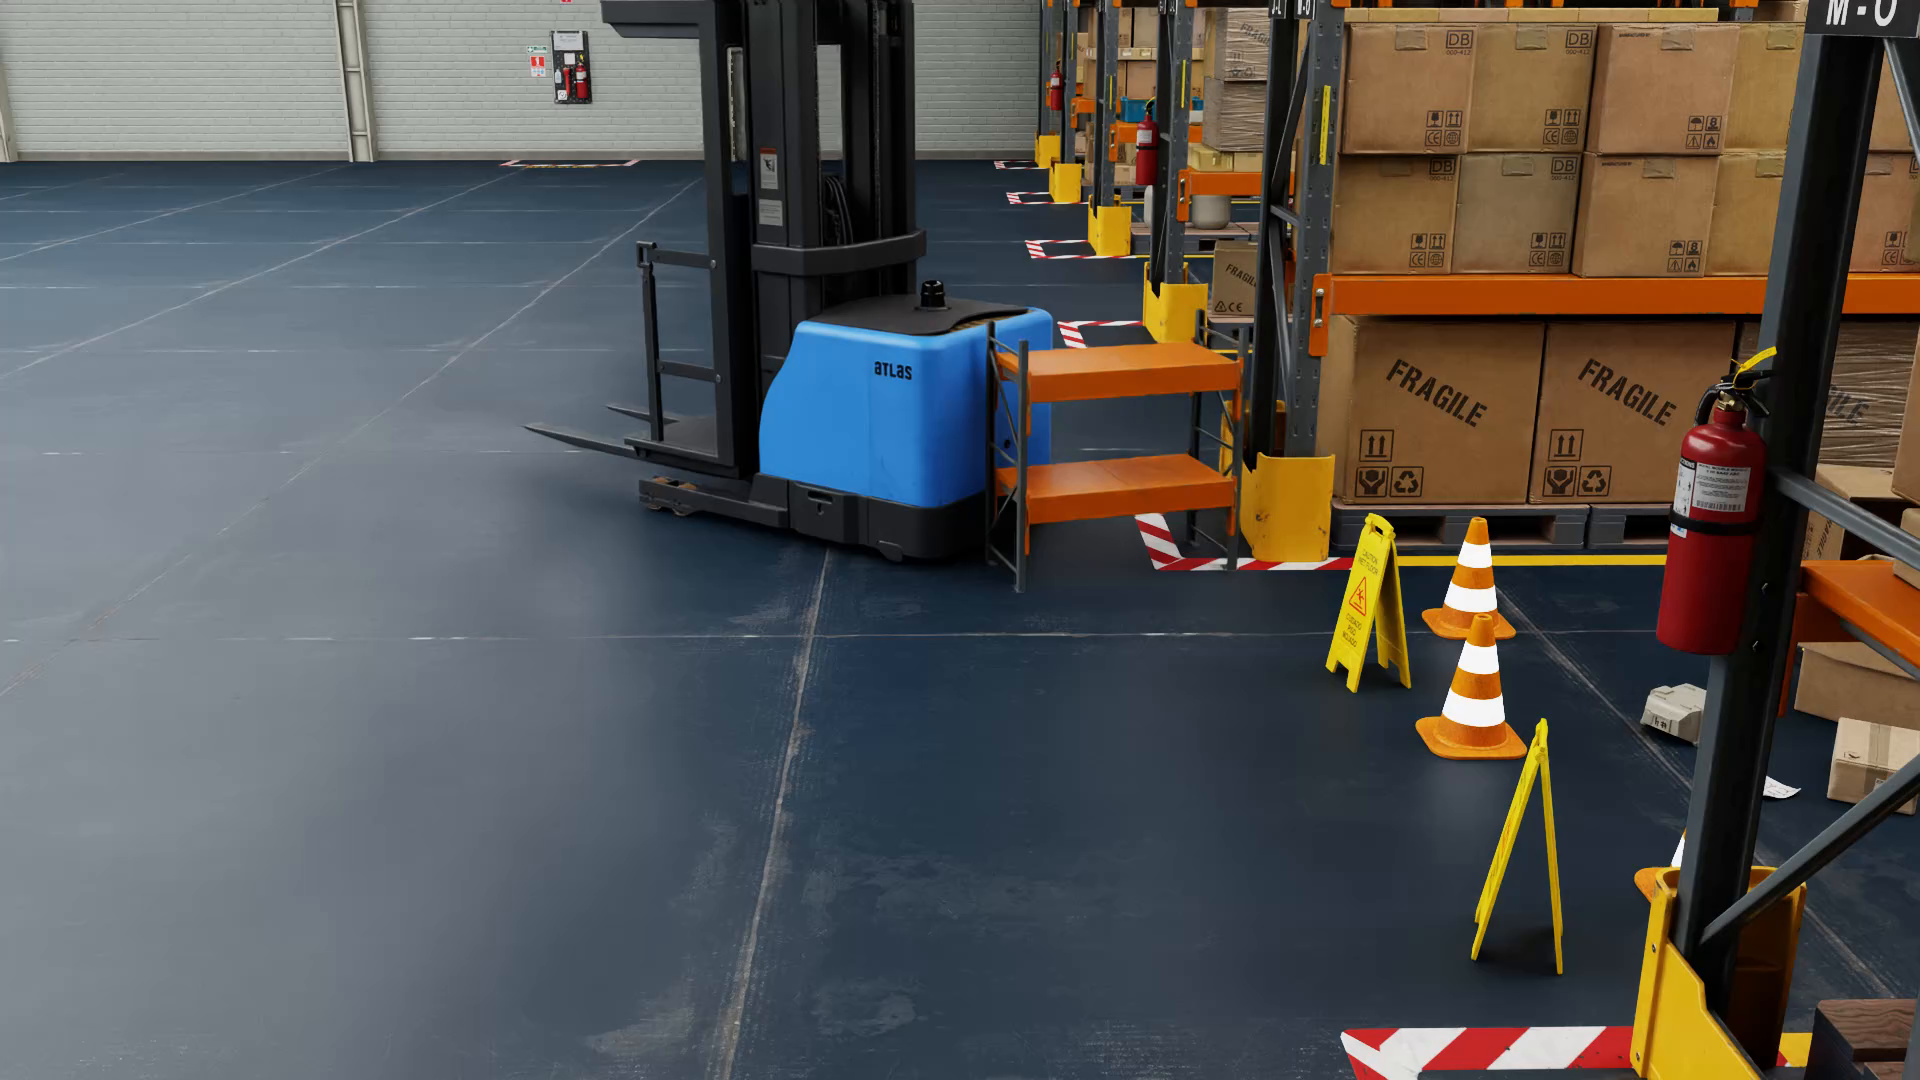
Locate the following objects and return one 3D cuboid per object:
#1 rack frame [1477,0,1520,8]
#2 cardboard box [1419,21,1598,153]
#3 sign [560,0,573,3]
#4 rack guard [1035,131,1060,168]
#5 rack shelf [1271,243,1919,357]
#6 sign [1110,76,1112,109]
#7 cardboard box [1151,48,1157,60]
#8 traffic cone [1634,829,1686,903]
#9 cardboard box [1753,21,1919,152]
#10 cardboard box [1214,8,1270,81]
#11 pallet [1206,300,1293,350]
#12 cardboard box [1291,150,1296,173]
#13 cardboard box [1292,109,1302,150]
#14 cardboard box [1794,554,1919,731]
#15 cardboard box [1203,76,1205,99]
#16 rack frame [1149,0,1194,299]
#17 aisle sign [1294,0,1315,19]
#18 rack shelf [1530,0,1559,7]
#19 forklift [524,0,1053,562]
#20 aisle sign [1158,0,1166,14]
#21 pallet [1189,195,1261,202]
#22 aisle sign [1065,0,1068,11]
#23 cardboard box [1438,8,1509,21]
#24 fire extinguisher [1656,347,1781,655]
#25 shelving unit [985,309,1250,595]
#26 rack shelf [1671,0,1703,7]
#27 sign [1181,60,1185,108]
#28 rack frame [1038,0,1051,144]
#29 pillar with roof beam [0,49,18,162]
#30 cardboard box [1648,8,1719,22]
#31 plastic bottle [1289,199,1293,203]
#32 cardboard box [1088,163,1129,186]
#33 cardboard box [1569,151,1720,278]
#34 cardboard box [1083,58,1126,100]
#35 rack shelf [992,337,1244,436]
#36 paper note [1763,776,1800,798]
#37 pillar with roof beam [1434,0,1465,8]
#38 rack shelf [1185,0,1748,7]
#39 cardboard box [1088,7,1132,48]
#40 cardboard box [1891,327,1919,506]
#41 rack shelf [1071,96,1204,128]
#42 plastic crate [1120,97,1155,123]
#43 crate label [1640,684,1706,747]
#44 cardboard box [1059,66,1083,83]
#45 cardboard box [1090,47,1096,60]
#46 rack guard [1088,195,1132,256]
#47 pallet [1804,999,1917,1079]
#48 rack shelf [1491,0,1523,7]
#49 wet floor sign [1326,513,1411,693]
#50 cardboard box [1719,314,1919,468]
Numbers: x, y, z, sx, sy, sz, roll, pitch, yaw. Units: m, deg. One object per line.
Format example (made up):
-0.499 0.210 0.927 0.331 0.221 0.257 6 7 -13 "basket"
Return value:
5.510 -4.551 17.323 0.127 3.000 1.000 0 18 -1 "rack frame"
2.486 -2.110 7.700 0.550 0.550 0.875 0 18 -1 "cardboard box"
-6.440 -8.930 27.179 0.199 0.298 0.001 0 18 -1 "sign"
1.430 -6.367 27.078 0.348 0.500 1.175 0 18 -1 "rack guard"
3.566 -1.170 7.963 4.000 0.370 1.077 0 18 -1 "rack shelf"
1.515 -4.495 16.697 0.005 0.325 0.100 0 18 -1 "sign"
2.597 -6.340 21.676 0.250 0.149 0.380 -1 18 -2 "cardboard box"
2.155 0.820 4.734 0.334 0.463 0.336 0 18 -1 "traffic cone"
4.106 -2.118 7.727 0.550 0.550 0.875 0 18 -1 "cardboard box"
2.143 -3.603 12.083 0.500 0.500 0.500 0 18 -1 "cardboard box"
2.477 -1.684 12.953 1.213 0.211 1.003 0 18 -1 "pallet"
2.378 -2.820 12.338 0.250 0.149 0.380 0 18 -1 "cardboard box"
2.637 -3.241 12.590 0.500 0.500 0.875 0 18 -1 "cardboard box"
3.461 0.415 5.930 0.637 0.503 0.797 -15 23 -39 "cardboard box"
3.451 -6.099 21.984 0.500 0.500 0.700 0 18 1 "cardboard box"
1.589 -3.019 12.547 0.127 3.000 1.000 0 18 -1 "rack frame"
1.500 -2.649 7.140 0.004 0.787 0.394 0 18 -1 "aisle sign"
7.353 -8.672 26.437 4.000 0.370 1.077 0 18 -1 "rack shelf"
-1.028 -1.630 8.332 3.031 2.935 1.130 13 22 34 "forklift"
1.522 -4.348 12.435 0.004 0.787 0.394 0 18 -1 "aisle sign"
3.417 -4.738 22.472 1.213 0.211 1.003 0 18 -1 "pallet"
1.375 -7.188 21.289 0.004 0.787 0.394 0 18 -1 "aisle sign"
3.643 -3.611 12.106 0.500 0.500 0.500 0 18 -1 "cardboard box"
1.623 -0.095 3.561 0.183 0.674 0.296 0 18 -1 "fire extinguisher"
0.689 -0.415 7.500 1.048 1.125 0.538 -5 19 -16 "shelving unit"
11.435 -7.178 21.781 4.000 0.370 1.077 0 18 -1 "rack shelf"
1.597 -3.265 11.898 0.005 0.325 0.100 0 18 -1 "sign"
1.354 -7.557 26.695 0.127 3.000 1.000 0 18 -1 "rack frame"
-15.890 -9.280 22.244 0.400 9.000 9.100 0 18 -1 "pillar with roof beam"
5.142 -3.617 12.125 0.500 0.500 0.500 0 18 -1 "cardboard box"
3.592 -3.580 18.034 0.135 0.276 0.152 0 18 0 "plastic bottle"
1.976 -4.870 22.131 0.500 0.250 0.500 0 18 -1 "cardboard box"
3.048 -1.564 7.767 0.550 0.550 0.875 0 18 -1 "cardboard box"
1.903 -6.090 21.958 0.500 0.500 0.700 0 18 -1 "cardboard box"
0.689 -0.694 7.411 1.000 0.278 0.538 -5 19 -16 "rack shelf"
2.659 0.809 5.475 0.142 0.019 0.148 -7 19 -20 "paper note"
8.107 -9.396 22.604 0.400 9.000 9.100 0 18 -1 "pillar with roof beam"
3.588 -4.114 12.229 4.000 0.370 1.077 0 18 -1 "rack shelf"
1.956 -6.708 21.761 0.500 0.500 0.700 0 18 -1 "cardboard box"
2.283 -0.268 3.322 0.500 0.500 0.500 -1 18 -2 "cardboard box"
3.436 -5.711 22.119 4.000 0.370 1.077 0 18 -1 "rack shelf"
2.006 -4.554 17.578 0.616 0.251 0.499 0 18 -1 "plastic crate"
2.582 0.615 5.906 0.298 0.136 0.250 -10 20 -29 "crate label"
1.847 -7.401 26.420 0.500 0.250 0.500 -1 18 -2 "cardboard box"
1.832 -6.337 21.665 0.250 0.149 0.380 0 18 -1 "cardboard box"
1.586 -3.356 17.691 0.348 0.500 1.175 0 18 -1 "rack guard"
2.634 1.342 3.518 1.213 0.211 1.003 0 18 -1 "pallet"
7.510 -5.646 17.005 4.000 0.370 1.077 0 18 -1 "rack shelf"
1.568 0.223 6.297 0.232 0.644 0.267 -3 18 -10 "wet floor sign"
4.034 -0.724 8.184 0.875 0.875 0.875 0 18 0 "cardboard box"
